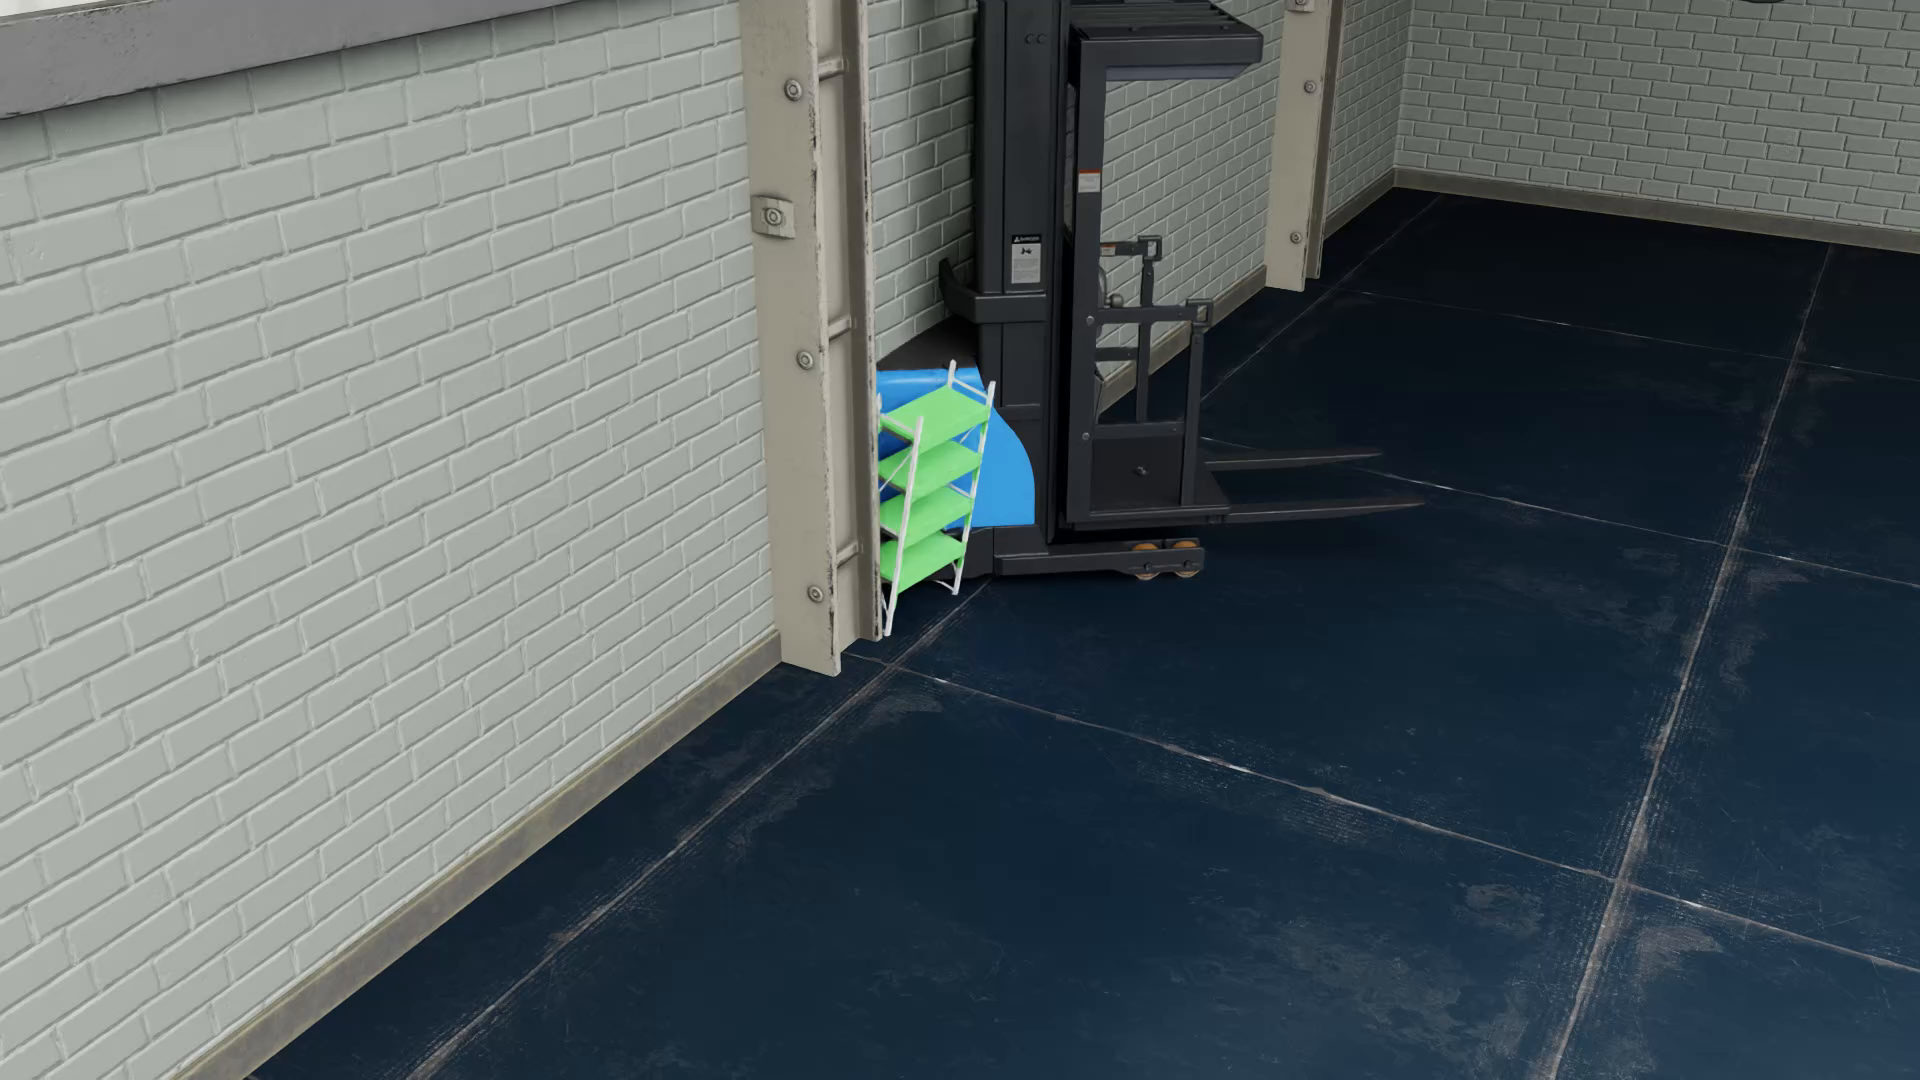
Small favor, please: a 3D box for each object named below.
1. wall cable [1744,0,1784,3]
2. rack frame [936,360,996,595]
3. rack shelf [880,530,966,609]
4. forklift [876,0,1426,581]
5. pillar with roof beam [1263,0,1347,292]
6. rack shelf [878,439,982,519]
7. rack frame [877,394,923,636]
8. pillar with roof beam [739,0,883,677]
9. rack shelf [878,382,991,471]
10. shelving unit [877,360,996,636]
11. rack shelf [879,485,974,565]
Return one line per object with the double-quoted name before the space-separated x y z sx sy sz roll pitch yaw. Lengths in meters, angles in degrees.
"wall cable" 4.980 -5.358 12.370 3.097 2.526 0.112 14 30 26
"rack frame" -0.030 -0.236 7.498 0.240 1.200 0.015 30 39 27
"rack shelf" -0.225 0.101 7.497 0.258 0.148 0.480 30 39 27
"forklift" 0.732 -1.358 7.688 3.031 2.935 1.130 -3 27 -6
"pillar with roof beam" 6.128 -4.942 8.070 9.100 9.000 0.400 14 30 26
"rack shelf" -0.156 -0.292 7.230 0.258 0.148 0.480 30 39 27
"rack frame" -0.332 -0.059 7.158 0.240 1.200 0.015 30 39 27
"pillar with roof beam" 3.176 -2.604 3.398 9.100 9.000 0.400 14 30 26
"rack shelf" -0.121 -0.488 7.097 0.258 0.148 0.480 30 39 27
"shelving unit" -0.181 -0.148 7.328 0.258 1.200 0.503 30 39 27
"rack shelf" -0.190 -0.095 7.364 0.258 0.148 0.480 30 39 27
